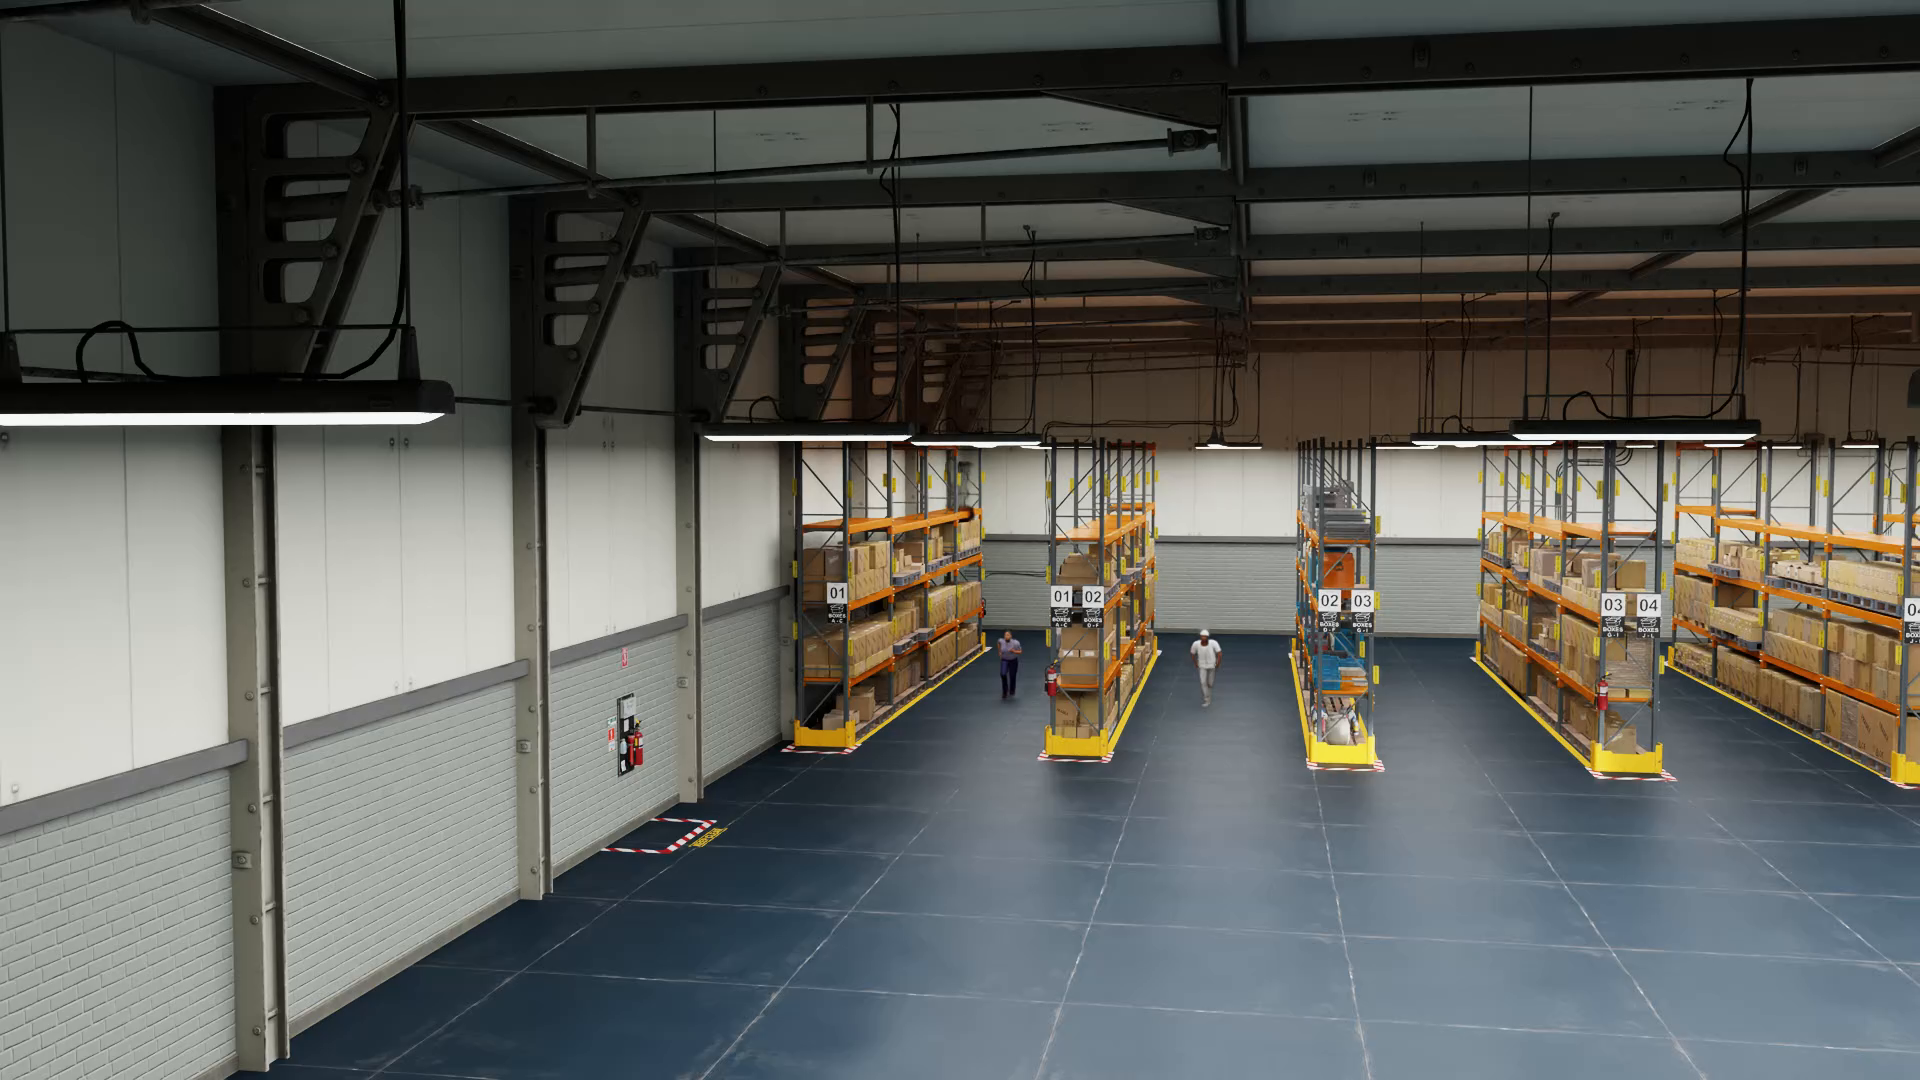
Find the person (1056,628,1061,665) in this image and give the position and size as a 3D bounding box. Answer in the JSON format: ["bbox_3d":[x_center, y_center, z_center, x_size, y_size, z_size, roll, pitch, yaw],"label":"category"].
[{"bbox_3d":[2.740,2.541,44.742,0.588,1.655,0.564,1,3,14],"label":"person"}]

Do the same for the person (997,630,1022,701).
[{"bbox_3d":[1.149,2.886,38.545,0.597,1.639,0.907,0,3,7],"label":"person"}]

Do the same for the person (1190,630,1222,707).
[{"bbox_3d":[5.581,2.888,37.754,0.712,1.743,0.870,0,3,8],"label":"person"}]
